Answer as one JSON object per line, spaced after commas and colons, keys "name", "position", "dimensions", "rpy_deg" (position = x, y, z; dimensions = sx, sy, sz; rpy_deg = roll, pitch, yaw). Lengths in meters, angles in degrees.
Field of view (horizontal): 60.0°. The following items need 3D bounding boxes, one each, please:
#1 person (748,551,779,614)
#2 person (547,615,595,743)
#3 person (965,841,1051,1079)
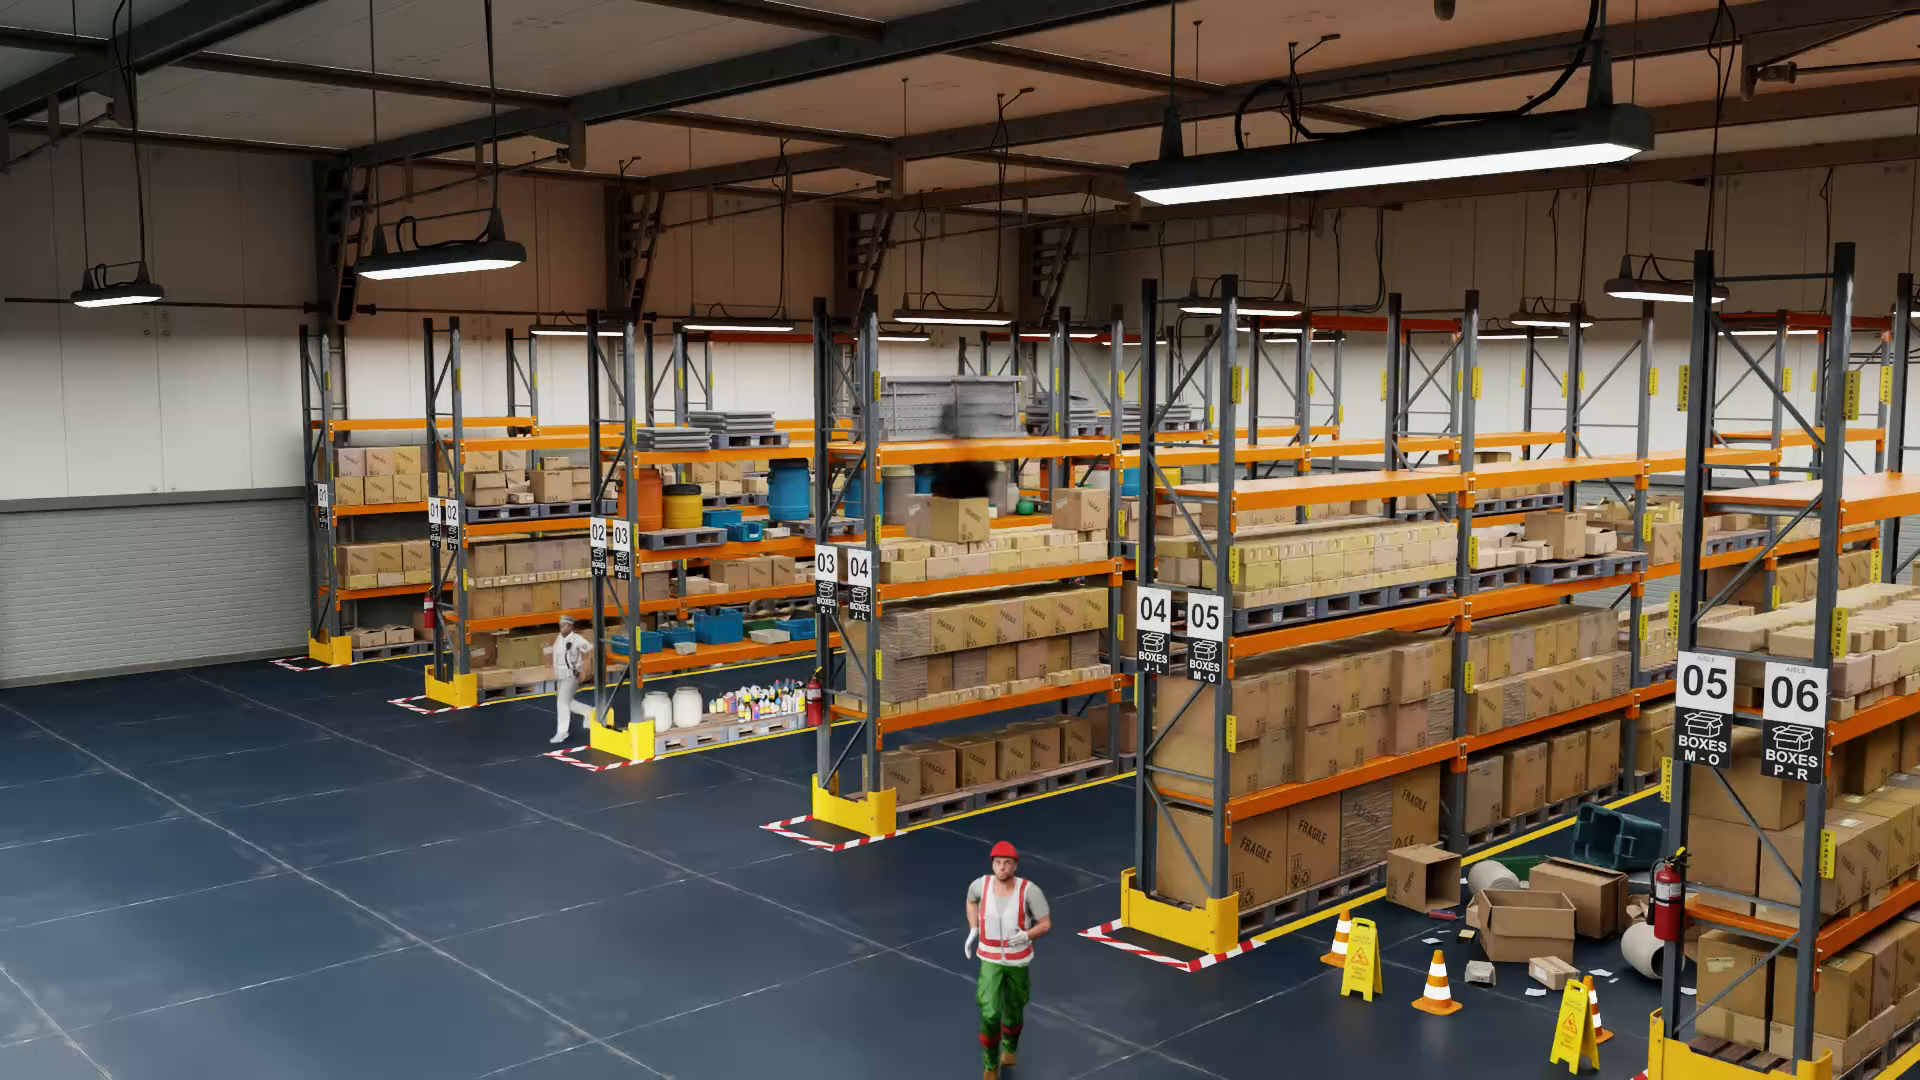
{"name": "person", "position": [-3.775, 1.056, 32.618], "dimensions": [0.990, 1.714, 0.535], "rpy_deg": [-5, 8, -40]}
{"name": "person", "position": [-5.508, 1.931, 23.542], "dimensions": [0.701, 1.789, 0.851], "rpy_deg": [5, 8, 41]}
{"name": "person", "position": [0.343, 3.068, 12.029], "dimensions": [0.632, 1.826, 0.734], "rpy_deg": [1, 6, 5]}
